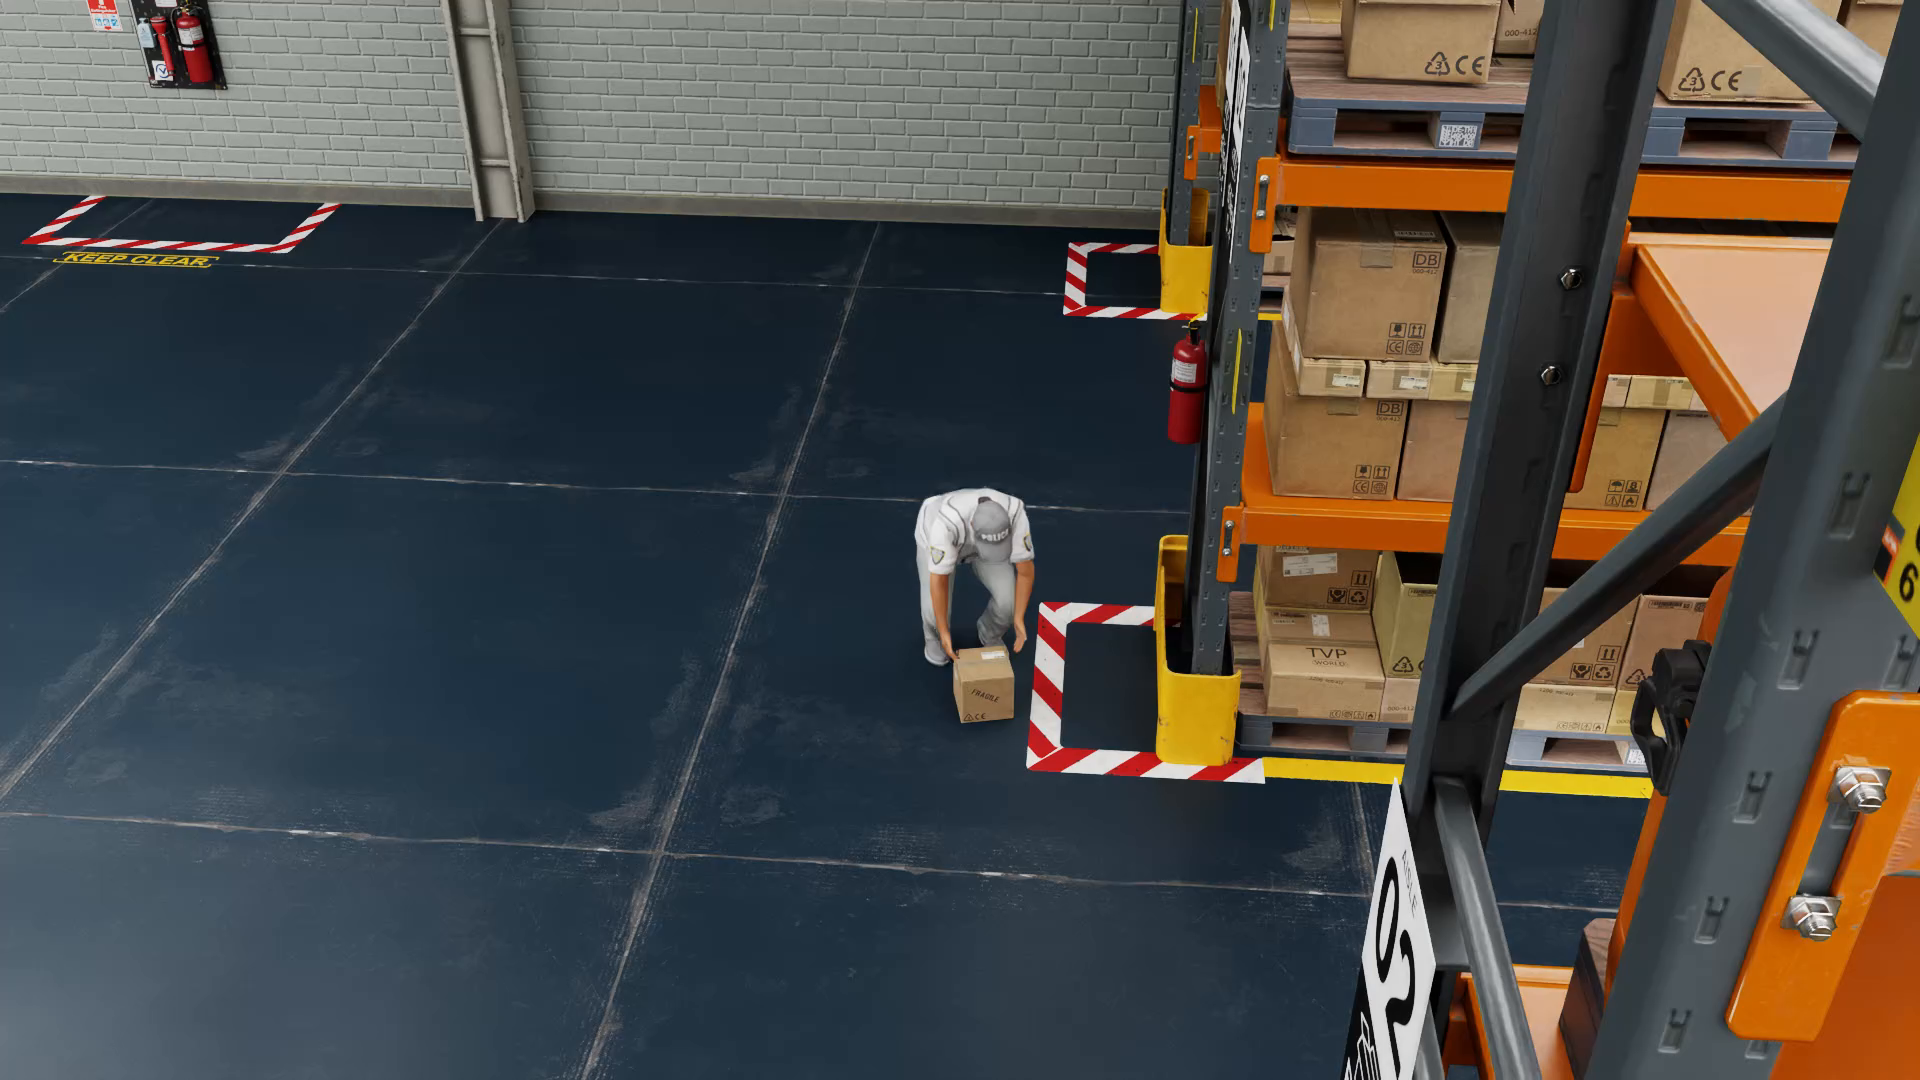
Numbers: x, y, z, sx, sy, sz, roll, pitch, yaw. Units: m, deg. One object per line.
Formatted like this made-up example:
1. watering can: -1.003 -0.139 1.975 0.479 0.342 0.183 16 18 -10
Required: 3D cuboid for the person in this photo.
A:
1. person: 0.064 0.134 7.990 0.536 1.067 0.837 -5 32 -8
